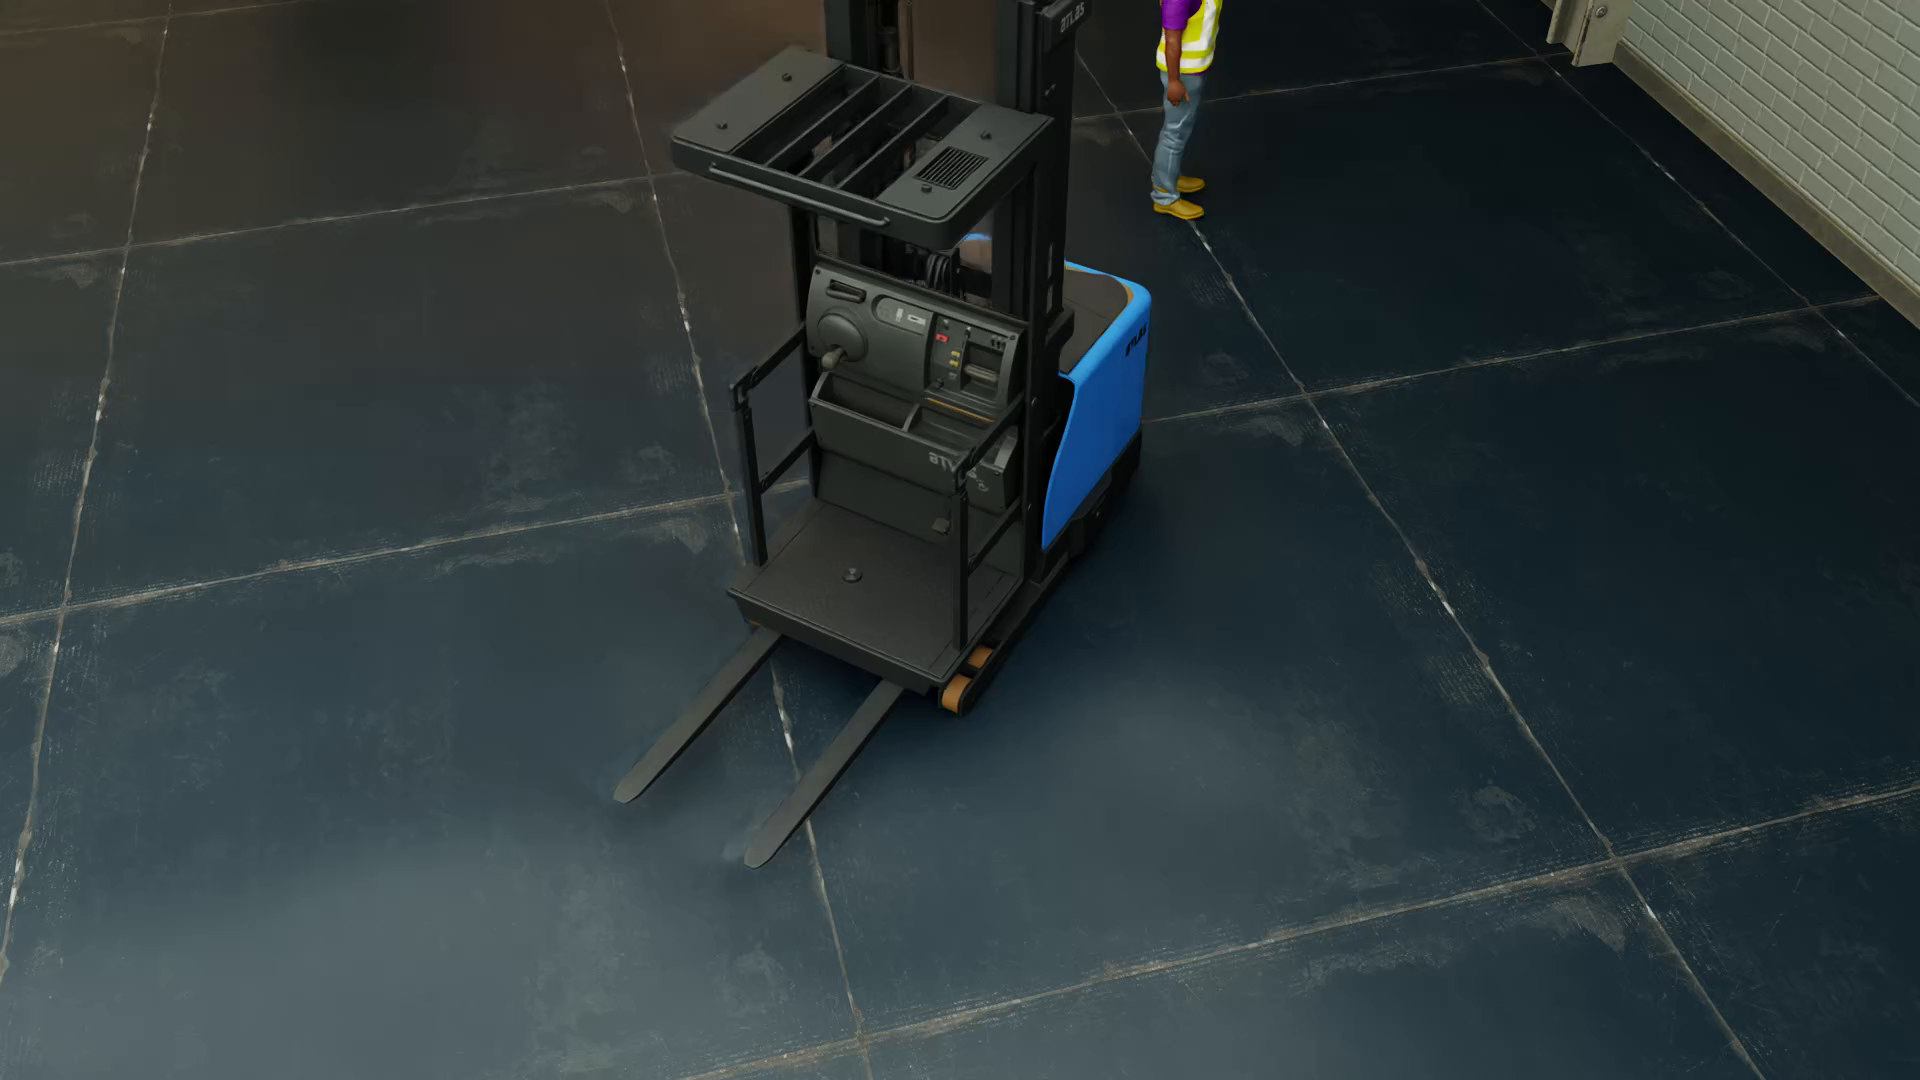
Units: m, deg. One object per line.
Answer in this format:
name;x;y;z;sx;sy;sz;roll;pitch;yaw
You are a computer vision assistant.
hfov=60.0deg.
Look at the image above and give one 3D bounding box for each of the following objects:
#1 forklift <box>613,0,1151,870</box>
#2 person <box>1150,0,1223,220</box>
forklift;-0.298;-0.699;6.384;1.130;2.935;3.031;21;47;21
person;1.288;-2.684;9.334;0.387;1.771;0.614;9;44;10
